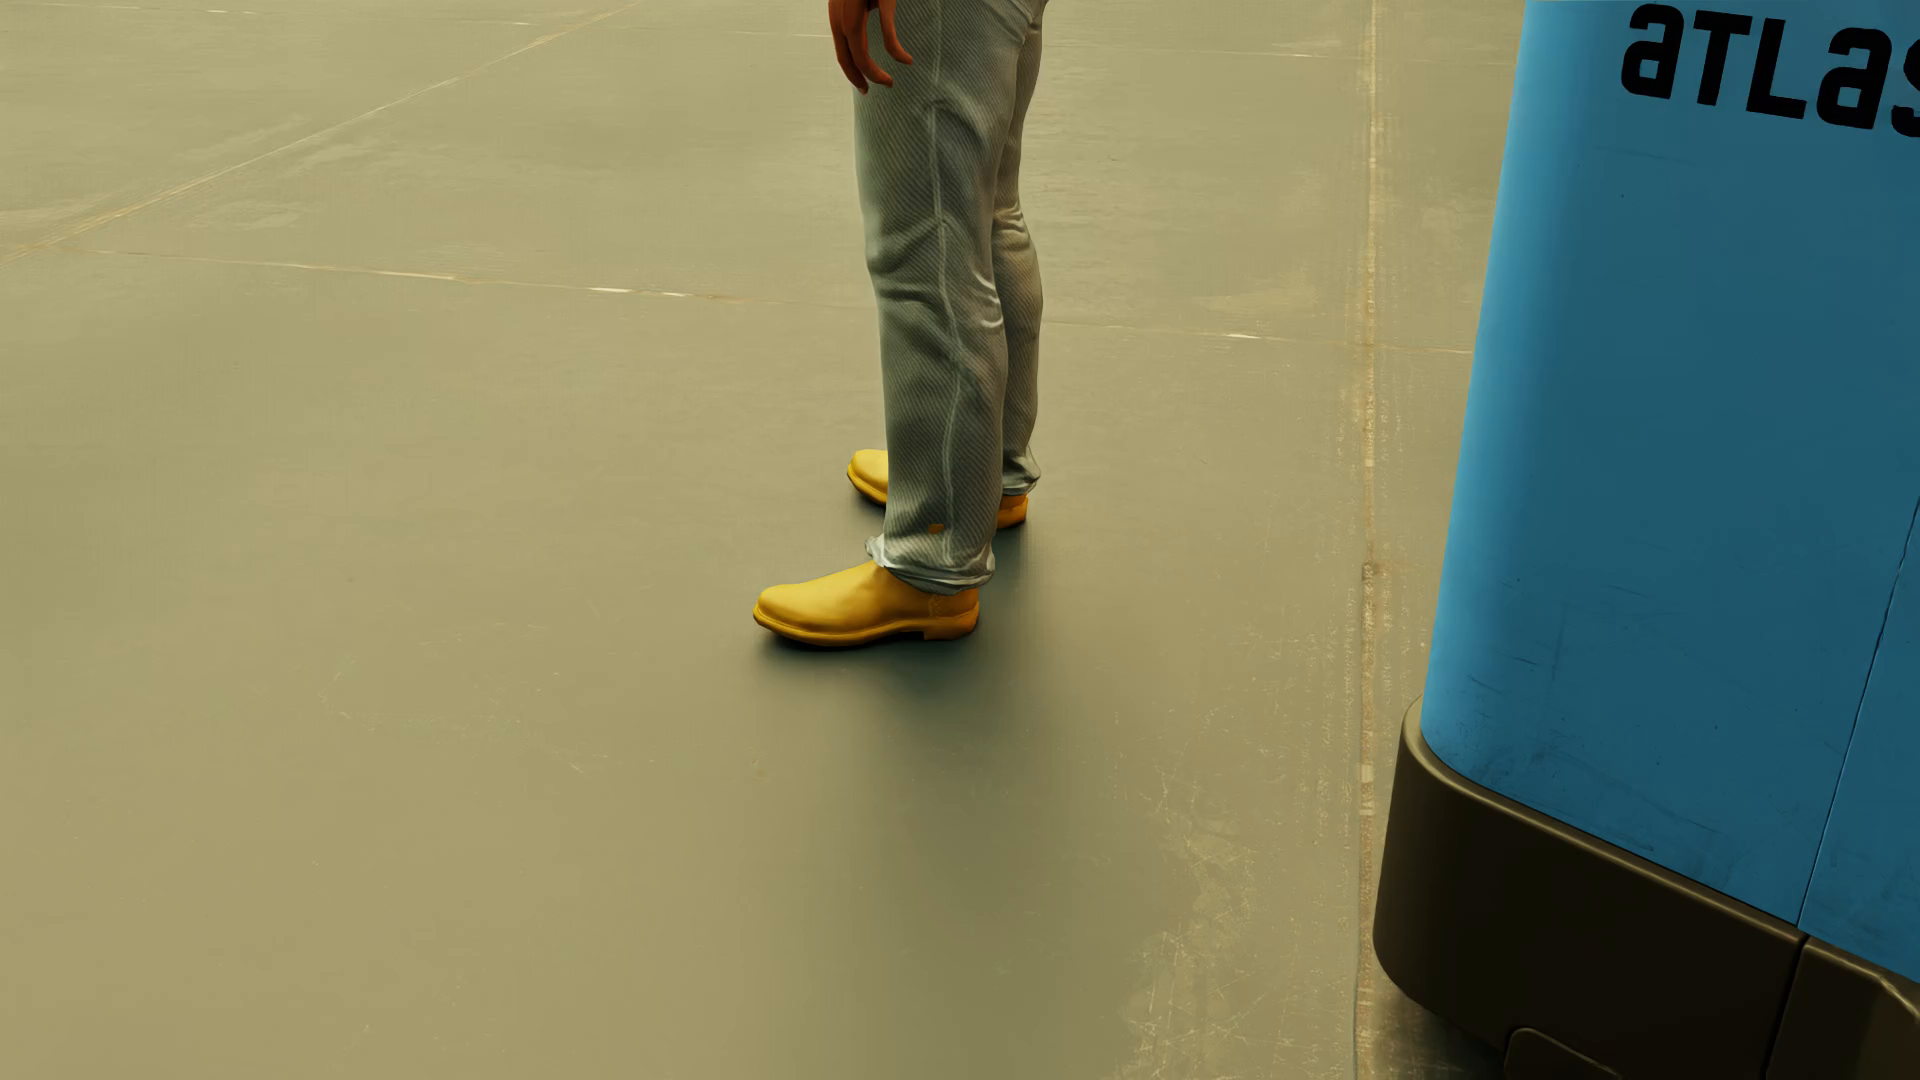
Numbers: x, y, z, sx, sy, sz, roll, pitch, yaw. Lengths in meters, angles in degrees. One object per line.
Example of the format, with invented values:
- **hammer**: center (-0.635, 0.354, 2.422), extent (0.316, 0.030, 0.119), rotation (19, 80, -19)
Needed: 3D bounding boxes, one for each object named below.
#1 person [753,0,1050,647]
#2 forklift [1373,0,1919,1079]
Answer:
- **person**: center (-0.008, -0.777, 2.081), extent (0.426, 1.769, 0.686), rotation (6, 27, 11)
- **forklift**: center (1.797, -0.546, 0.328), extent (3.031, 2.935, 1.130), rotation (24, 35, 39)
